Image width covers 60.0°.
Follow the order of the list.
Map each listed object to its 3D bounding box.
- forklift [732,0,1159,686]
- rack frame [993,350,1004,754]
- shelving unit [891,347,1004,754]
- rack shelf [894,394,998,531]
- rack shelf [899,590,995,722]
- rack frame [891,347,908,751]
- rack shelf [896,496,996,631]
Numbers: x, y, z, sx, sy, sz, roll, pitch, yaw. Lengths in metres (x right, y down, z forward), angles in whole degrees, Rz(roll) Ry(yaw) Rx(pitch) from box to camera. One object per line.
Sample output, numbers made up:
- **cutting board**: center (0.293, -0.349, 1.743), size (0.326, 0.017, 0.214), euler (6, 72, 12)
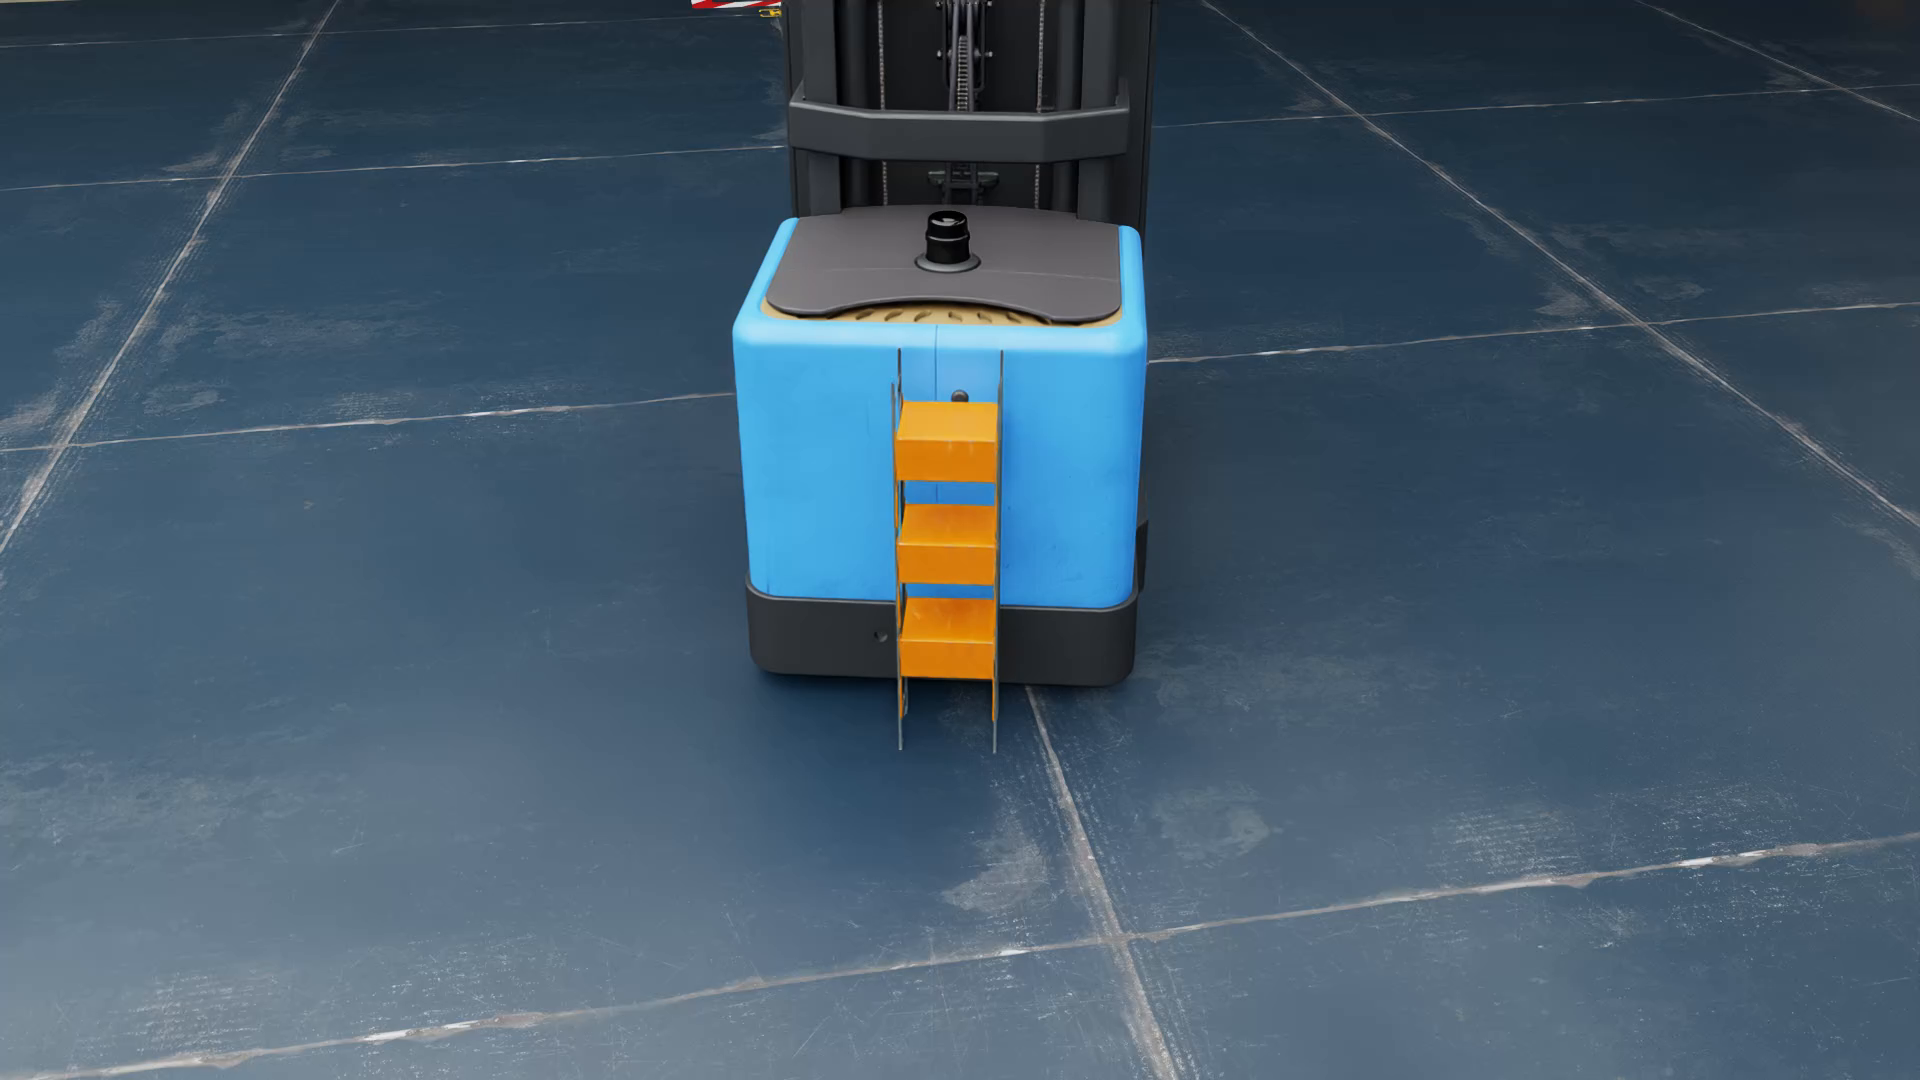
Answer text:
- **forklift**: center (0.044, -1.591, 5.064), size (1.130, 2.935, 3.031), euler (2, 31, 3)
- **rack frame**: center (0.095, 0.052, 4.126), size (0.008, 1.050, 0.200), euler (2, 30, 3)
- **shelving unit**: center (-0.027, 0.048, 4.132), size (0.252, 1.050, 0.215), euler (2, 30, 3)
- **rack shelf**: center (-0.027, -0.187, 3.994), size (0.240, 0.259, 0.215), euler (2, 30, 3)
- **rack shelf**: center (-0.027, 0.297, 4.278), size (0.240, 0.259, 0.215), euler (2, 30, 3)
- **rack frame**: center (-0.149, 0.045, 4.138), size (0.008, 1.050, 0.200), euler (2, 30, 3)
- **rack shelf**: center (-0.027, 0.057, 4.137), size (0.240, 0.259, 0.215), euler (2, 30, 3)
